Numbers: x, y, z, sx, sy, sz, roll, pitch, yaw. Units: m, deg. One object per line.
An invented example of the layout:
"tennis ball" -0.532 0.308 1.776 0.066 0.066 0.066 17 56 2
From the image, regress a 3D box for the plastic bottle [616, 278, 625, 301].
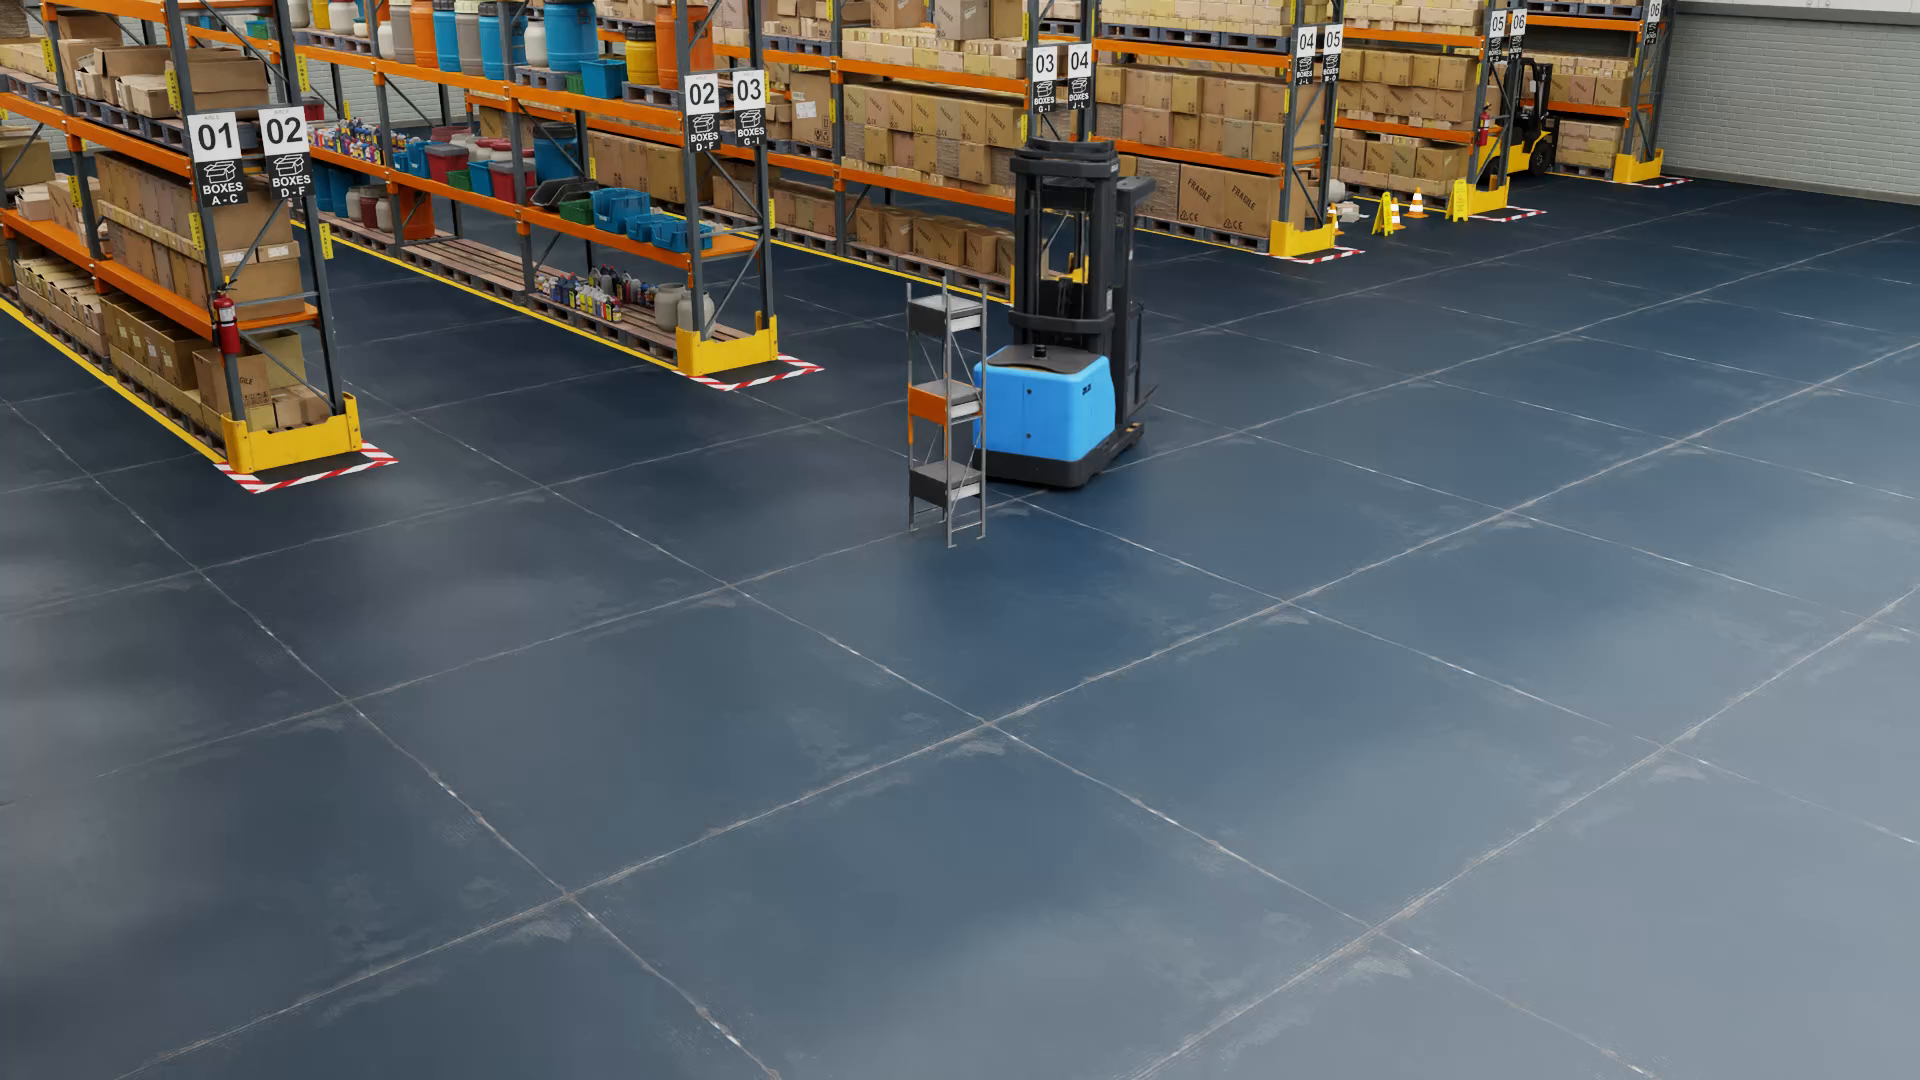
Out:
"plastic bottle" -4.220 -3.126 20.699 0.061 0.283 0.133 -17 27 -37

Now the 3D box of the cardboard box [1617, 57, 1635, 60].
"cardboard box" 12.312 -8.804 30.640 0.380 0.149 0.250 -16 27 -36

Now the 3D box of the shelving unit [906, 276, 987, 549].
"shelving unit" -0.108 -1.023 13.444 0.431 2.100 0.503 -17 27 -37

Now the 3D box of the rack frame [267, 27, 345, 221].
"rack frame" -10.355 -6.679 26.650 1.000 3.000 0.127 -17 27 -37

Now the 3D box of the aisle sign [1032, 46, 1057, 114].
"aisle sign" 1.043 -5.665 20.496 0.394 0.787 0.004 -17 27 -37

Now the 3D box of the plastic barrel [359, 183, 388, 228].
"plastic barrel" -8.814 -5.090 25.323 0.600 0.588 0.708 -17 27 -37

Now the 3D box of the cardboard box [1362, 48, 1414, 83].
"cardboard box" 7.283 -8.071 28.287 0.700 0.500 0.500 -18 27 -38

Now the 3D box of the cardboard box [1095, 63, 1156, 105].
"cardboard box" 2.657 -7.263 26.455 0.875 0.550 0.550 -17 27 -37

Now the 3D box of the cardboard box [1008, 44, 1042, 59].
"cardboard box" 0.812 -6.058 20.609 0.380 0.149 0.250 -17 27 -37

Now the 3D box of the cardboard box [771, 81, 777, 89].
"cardboard box" -3.523 -9.051 33.049 0.380 0.149 0.250 -16 27 -35

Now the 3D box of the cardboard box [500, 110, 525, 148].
"cardboard box" -8.142 -7.760 31.748 0.875 0.875 0.875 -17 27 -37

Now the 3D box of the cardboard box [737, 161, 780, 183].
"cardboard box" -3.178 -5.821 26.255 0.500 0.250 0.500 -14 25 -32

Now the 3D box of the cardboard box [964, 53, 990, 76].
"cardboard box" 0.395 -6.080 21.212 0.500 0.250 0.500 -17 27 -37

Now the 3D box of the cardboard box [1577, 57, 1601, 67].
"cardboard box" 11.620 -8.834 30.716 0.380 0.149 0.250 -17 27 -37

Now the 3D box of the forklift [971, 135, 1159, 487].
"forklift" 1.154 -2.334 15.650 1.130 2.935 3.031 9 23 22

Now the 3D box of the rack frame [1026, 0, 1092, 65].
"rack frame" 1.230 -7.336 20.102 1.000 3.000 0.127 -17 27 -37

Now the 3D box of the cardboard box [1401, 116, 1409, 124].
"cardboard box" 7.679 -7.125 28.133 0.380 0.149 0.250 -17 27 -37

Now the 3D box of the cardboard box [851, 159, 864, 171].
"cardboard box" -1.315 -5.328 23.544 0.380 0.149 0.250 -17 27 -37

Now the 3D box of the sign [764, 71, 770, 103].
"sign" -2.103 -4.894 17.968 0.100 0.325 0.005 -17 27 -37

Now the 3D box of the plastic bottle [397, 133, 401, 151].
"plastic bottle" -8.440 -6.005 25.104 0.097 0.271 0.097 0 21 0

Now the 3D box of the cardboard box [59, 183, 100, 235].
"cardboard box" -10.048 -3.837 19.257 0.500 0.500 0.500 -17 27 -37

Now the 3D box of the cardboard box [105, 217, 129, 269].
"cardboard box" -8.594 -3.216 17.672 0.700 0.500 0.500 -18 28 -39

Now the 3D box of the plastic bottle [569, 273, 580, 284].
"plastic bottle" -4.812 -3.153 20.676 0.144 0.351 0.185 -17 27 -37

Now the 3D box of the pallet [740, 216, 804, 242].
"pallet" -2.691 -4.902 25.935 1.003 0.211 1.213 -17 27 -37

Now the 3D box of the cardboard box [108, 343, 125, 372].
"cardboard box" -8.815 -2.006 17.912 0.500 0.250 0.500 -17 27 -37

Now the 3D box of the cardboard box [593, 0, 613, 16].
"cardboard box" -5.955 -9.084 28.224 0.500 0.311 0.500 -19 28 -39

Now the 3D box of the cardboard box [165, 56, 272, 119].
"cardboard box" -6.649 -4.051 14.917 0.797 0.503 0.637 -15 26 -34

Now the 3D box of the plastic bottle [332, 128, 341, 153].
"plastic bottle" -9.358 -6.019 25.032 0.144 0.351 0.185 -17 27 -37

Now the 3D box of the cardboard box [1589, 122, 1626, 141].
"cardboard box" 11.958 -7.518 30.616 0.500 0.250 0.500 -16 27 -36

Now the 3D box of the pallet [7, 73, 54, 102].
"pallet" -10.257 -5.230 19.096 1.003 0.211 1.213 -16 26 -35

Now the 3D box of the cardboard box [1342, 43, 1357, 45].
"cardboard box" 8.230 -10.419 35.171 0.380 0.149 0.250 -18 28 -38

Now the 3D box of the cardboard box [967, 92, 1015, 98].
"cardboard box" 0.429 -5.688 22.203 0.500 0.500 0.500 -17 27 -37

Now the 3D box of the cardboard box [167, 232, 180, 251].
"cardboard box" -7.344 -2.880 15.922 0.380 0.149 0.250 -16 27 -36

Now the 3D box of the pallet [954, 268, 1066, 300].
"pallet" 0.677 -3.498 22.352 1.003 0.211 1.213 -17 27 -37

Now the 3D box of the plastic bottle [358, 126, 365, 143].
"plastic bottle" -9.280 -6.275 25.795 0.097 0.271 0.097 0 21 0

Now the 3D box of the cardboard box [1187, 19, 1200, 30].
"cardboard box" 3.584 -7.650 24.648 0.380 0.149 0.250 -17 27 -37

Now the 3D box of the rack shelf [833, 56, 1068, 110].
"rack shelf" -0.076 -6.157 22.191 1.077 0.370 4.000 -17 27 -37

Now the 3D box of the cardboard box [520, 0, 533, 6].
"cardboard box" -7.507 -9.895 29.898 0.700 0.500 0.500 -16 26 -35

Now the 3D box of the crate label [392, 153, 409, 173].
"crate label" -7.753 -5.290 23.334 0.303 0.233 0.416 -17 27 -37

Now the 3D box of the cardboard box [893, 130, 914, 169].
"cardboard box" -0.432 -5.433 22.924 0.875 0.500 0.500 -17 27 -37

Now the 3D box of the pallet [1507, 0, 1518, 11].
"pallet" 10.461 -10.316 31.943 1.003 0.211 1.213 -17 27 -37

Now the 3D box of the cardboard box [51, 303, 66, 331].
"cardboard box" -10.373 -2.674 19.618 0.500 0.250 0.500 -17 27 -36

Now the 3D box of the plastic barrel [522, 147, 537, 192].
"plastic barrel" -5.592 -4.849 21.790 0.433 0.535 0.433 0 21 0

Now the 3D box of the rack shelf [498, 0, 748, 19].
"rack shelf" -3.828 -6.189 18.706 1.077 0.370 4.000 -17 27 -37

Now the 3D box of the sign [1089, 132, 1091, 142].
"sign" 1.641 -5.075 21.368 0.100 0.325 0.005 -17 27 -37

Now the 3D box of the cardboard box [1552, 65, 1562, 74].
"cardboard box" 11.201 -8.811 31.066 0.380 0.149 0.250 -17 27 -37

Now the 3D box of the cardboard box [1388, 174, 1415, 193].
"cardboard box" 7.674 -6.122 28.421 0.500 0.250 0.500 -17 27 -37

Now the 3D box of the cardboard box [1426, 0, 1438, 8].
"cardboard box" 7.847 -8.805 27.216 0.380 0.149 0.250 -17 27 -37

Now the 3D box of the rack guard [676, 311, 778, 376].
"rack guard" -2.608 -2.210 18.666 1.175 0.500 0.348 -17 27 -37

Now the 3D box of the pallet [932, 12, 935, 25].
"pallet" 0.292 -9.049 28.848 1.213 0.211 1.003 -16 26 -35

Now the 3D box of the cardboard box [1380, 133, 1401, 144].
"cardboard box" 7.394 -6.857 28.380 0.380 0.149 0.250 -16 27 -35

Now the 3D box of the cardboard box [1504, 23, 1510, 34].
"cardboard box" 8.767 -8.351 27.149 0.380 0.149 0.250 -17 27 -37

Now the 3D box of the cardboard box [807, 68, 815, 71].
"cardboard box" -2.700 -8.939 31.780 0.380 0.149 0.250 -18 28 -38

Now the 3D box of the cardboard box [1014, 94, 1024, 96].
"cardboard box" 1.239 -7.207 27.861 0.500 0.500 0.500 -17 27 -37
